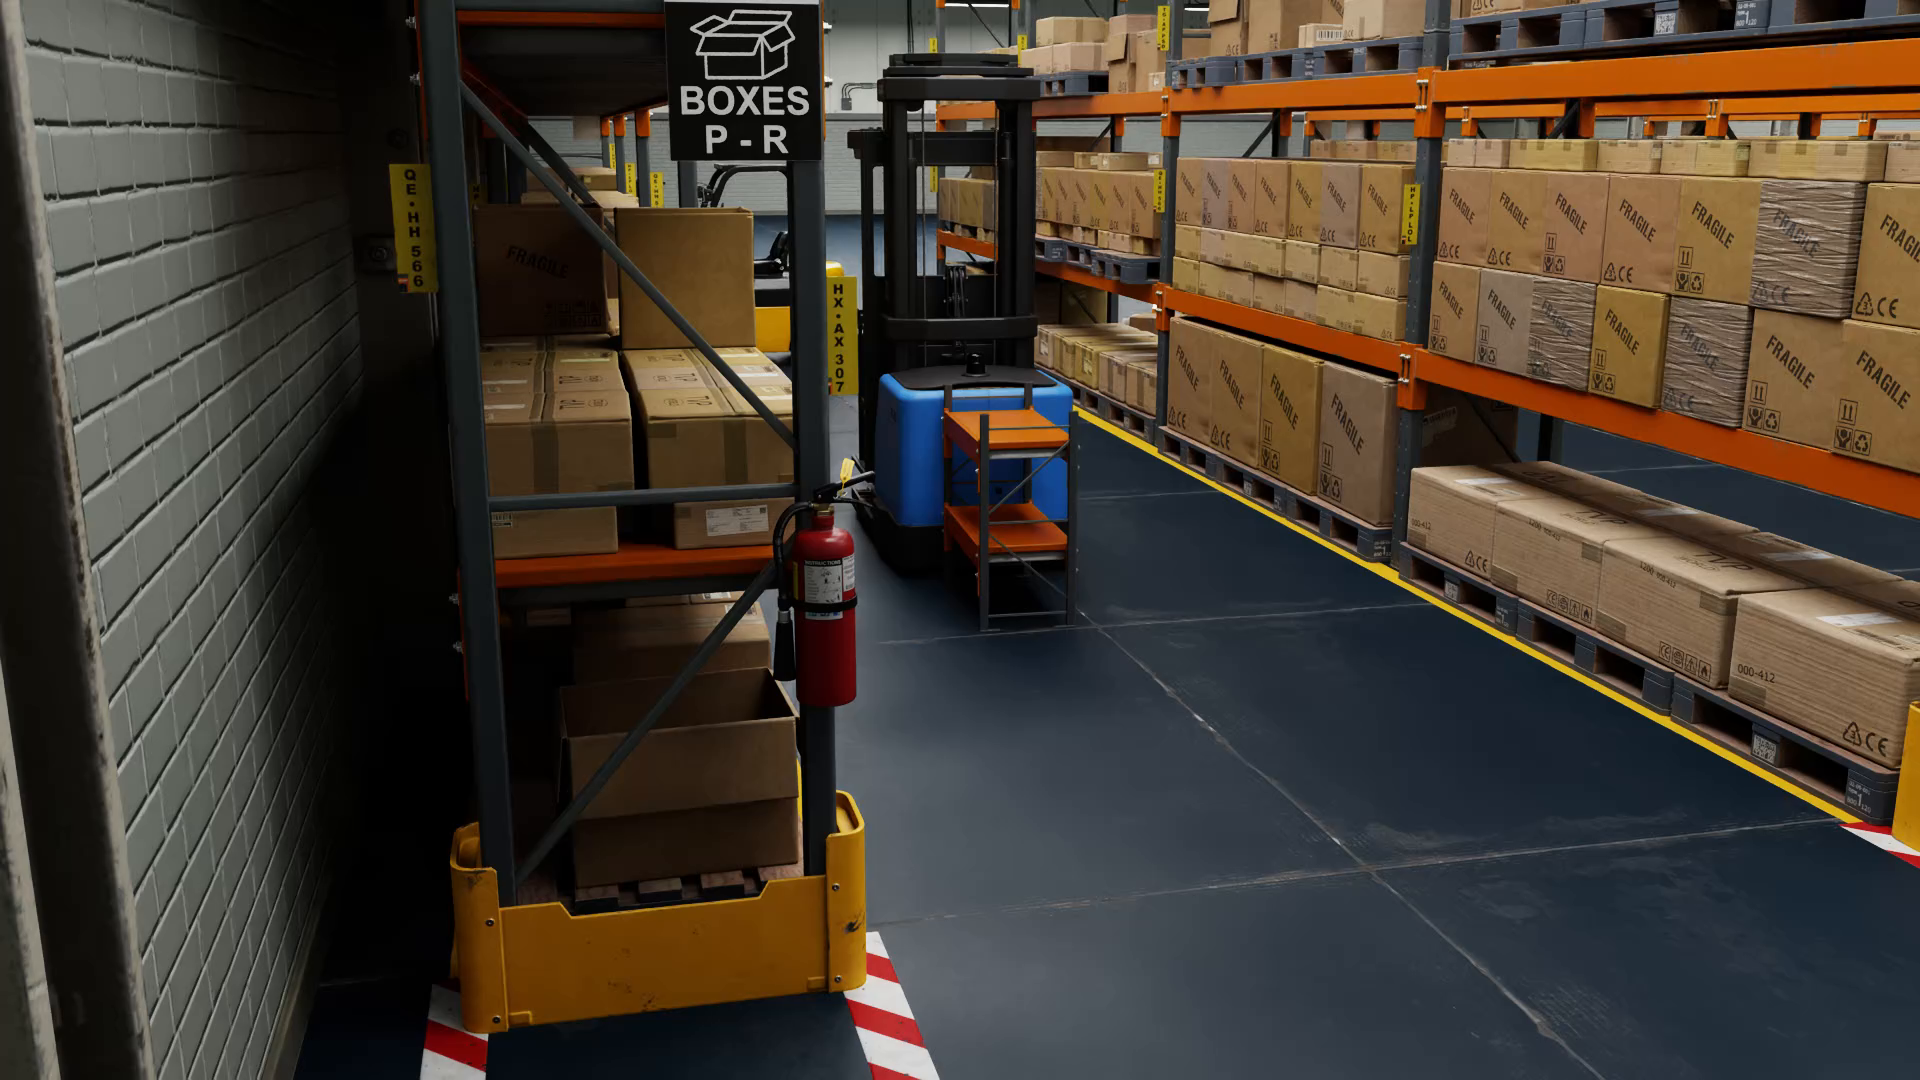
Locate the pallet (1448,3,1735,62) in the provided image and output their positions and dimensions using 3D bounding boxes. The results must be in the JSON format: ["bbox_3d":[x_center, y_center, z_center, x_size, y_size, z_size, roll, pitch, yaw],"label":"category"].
[{"bbox_3d":[3.208,-2.536,8.352,1.003,0.211,1.213,-3,14,-13],"label":"pallet"}]

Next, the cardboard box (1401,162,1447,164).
[{"bbox_3d":[3.055,-2.079,10.297,0.500,0.500,0.500,-3,14,-14],"label":"cardboard box"}]

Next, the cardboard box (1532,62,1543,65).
[{"bbox_3d":[5.937,-4.790,16.828,0.250,0.149,0.380,-3,14,-13],"label":"cardboard box"}]

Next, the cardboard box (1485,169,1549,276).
[{"bbox_3d":[3.015,-1.605,8.359,0.500,0.500,0.500,-3,14,-14],"label":"cardboard box"}]

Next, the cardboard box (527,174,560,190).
[{"bbox_3d":[-4.046,-3.444,15.999,0.380,0.149,0.250,-3,14,-13],"label":"cardboard box"}]

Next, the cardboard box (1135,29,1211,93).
[{"bbox_3d":[1.873,-3.959,13.779,0.700,0.500,0.500,-3,14,-13],"label":"cardboard box"}]

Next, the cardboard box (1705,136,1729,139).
[{"bbox_3d":[9.934,-4.937,21.372,0.500,0.500,0.500,-3,14,-13],"label":"cardboard box"}]

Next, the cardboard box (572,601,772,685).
[{"bbox_3d":[-1.073,0.554,6.222,0.700,0.500,0.500,-3,14,-11],"label":"cardboard box"}]

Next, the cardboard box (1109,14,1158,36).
[{"bbox_3d":[1.668,-4.627,15.103,0.500,0.250,0.500,-3,14,-12],"label":"cardboard box"}]

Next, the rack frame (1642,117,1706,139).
[{"bbox_3d":[9.840,-4.632,23.065,1.000,3.000,0.127,-3,14,-13],"label":"rack frame"}]

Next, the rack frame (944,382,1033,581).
[{"bbox_3d":[0.158,-0.326,9.393,0.500,1.125,0.032,-3,14,-10],"label":"rack frame"}]

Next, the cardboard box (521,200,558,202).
[{"bbox_3d":[-3.433,-2.671,13.463,0.380,0.149,0.250,-4,14,-14],"label":"cardboard box"}]

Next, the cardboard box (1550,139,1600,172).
[{"bbox_3d":[3.057,-1.835,7.932,0.380,0.149,0.250,-4,14,-15],"label":"cardboard box"}]

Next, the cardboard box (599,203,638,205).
[{"bbox_3d":[-2.676,-2.529,12.882,0.380,0.149,0.250,-3,14,-12],"label":"cardboard box"}]

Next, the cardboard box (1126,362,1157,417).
[{"bbox_3d":[1.963,-1.292,14.048,0.950,0.372,0.625,-4,14,-17],"label":"cardboard box"}]

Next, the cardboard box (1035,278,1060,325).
[{"bbox_3d":[0.747,-2.511,17.712,0.500,0.500,0.500,-3,14,-14],"label":"cardboard box"}]

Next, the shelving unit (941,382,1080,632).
[{"bbox_3d":[0.252,-0.208,8.908,0.538,1.125,1.048,-3,14,-10],"label":"shelving unit"}]

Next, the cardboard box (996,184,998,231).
[{"bbox_3d":[0.673,-3.557,17.827,0.500,0.500,0.500,-3,14,-11],"label":"cardboard box"}]

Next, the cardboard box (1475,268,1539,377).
[{"bbox_3d":[2.996,-1.120,8.482,0.500,0.500,0.500,-3,14,-13],"label":"cardboard box"}]

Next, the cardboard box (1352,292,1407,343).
[{"bbox_3d":[2.675,-1.328,9.857,0.500,0.250,0.500,-4,14,-15],"label":"cardboard box"}]

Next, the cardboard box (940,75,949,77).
[{"bbox_3d":[0.066,-5.477,19.895,0.500,0.250,0.500,-4,14,-14],"label":"cardboard box"}]

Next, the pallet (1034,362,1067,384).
[{"bbox_3d":[1.331,-1.622,16.623,1.003,0.211,1.213,-3,14,-13],"label":"pallet"}]

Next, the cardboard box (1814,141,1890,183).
[{"bbox_3d":[3.461,-1.421,6.240,0.380,0.149,0.250,-3,14,-14],"label":"cardboard box"}]

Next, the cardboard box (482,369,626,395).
[{"bbox_3d":[-1.345,-0.393,5.403,0.500,0.250,0.500,-3,14,-13],"label":"cardboard box"}]

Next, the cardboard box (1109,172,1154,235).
[{"bbox_3d":[1.577,-2.839,14.004,0.500,0.500,0.500,-4,14,-14],"label":"cardboard box"}]

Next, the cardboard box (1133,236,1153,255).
[{"bbox_3d":[1.647,-2.436,13.722,0.380,0.149,0.250,-3,14,-12],"label":"cardboard box"}]

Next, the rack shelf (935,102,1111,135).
[{"bbox_3d":[0.677,-4.726,18.645,1.077,0.370,4.000,-3,14,-13],"label":"rack shelf"}]

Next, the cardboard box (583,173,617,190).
[{"bbox_3d":[-3.464,-3.477,16.135,0.380,0.149,0.250,-3,14,-12],"label":"cardboard box"}]

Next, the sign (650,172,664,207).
[{"bbox_3d":[-2.213,-2.513,12.119,0.100,0.325,0.005,-3,14,-13],"label":"sign"}]

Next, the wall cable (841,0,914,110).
[{"bbox_3d":[-2.550,-16.357,51.251,2.305,6.003,0.169,-3,14,-13],"label":"wall cable"}]

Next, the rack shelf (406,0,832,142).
[{"bbox_3d":[-1.329,-1.680,6.178,1.077,0.370,4.000,-3,14,-13],"label":"rack shelf"}]

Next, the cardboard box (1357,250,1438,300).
[{"bbox_3d":[2.686,-1.569,9.792,0.500,0.250,0.500,-3,14,-13],"label":"cardboard box"}]

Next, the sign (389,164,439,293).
[{"bbox_3d":[-1.403,-0.800,4.277,0.100,0.325,0.005,-3,14,-13],"label":"sign"}]

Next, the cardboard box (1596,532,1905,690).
[{"bbox_3d":[3.490,0.295,7.413,0.875,0.438,0.875,-3,14,-12],"label":"cardboard box"}]

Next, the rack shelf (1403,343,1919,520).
[{"bbox_3d":[3.495,-0.500,7.670,1.077,0.370,4.000,-3,14,-13],"label":"rack shelf"}]

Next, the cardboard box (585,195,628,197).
[{"bbox_3d":[-3.105,-2.941,14.568,0.380,0.149,0.250,-4,14,-15],"label":"cardboard box"}]

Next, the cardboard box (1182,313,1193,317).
[{"bbox_3d":[3.081,-2.603,20.019,0.637,0.503,0.797,10,17,35],"label":"cardboard box"}]

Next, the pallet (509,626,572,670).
[{"bbox_3d":[-1.638,0.480,8.019,1.003,0.211,1.213,-3,14,-13],"label":"pallet"}]

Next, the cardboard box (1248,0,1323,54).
[{"bbox_3d":[2.503,-3.726,11.941,0.700,0.500,0.500,-4,14,-16],"label":"cardboard box"}]

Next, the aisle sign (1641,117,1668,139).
[{"bbox_3d":[9.534,-5.892,22.746,0.394,0.787,0.004,-3,14,-13],"label":"aisle sign"}]

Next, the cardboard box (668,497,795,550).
[{"bbox_3d":[-0.669,-0.080,4.963,0.380,0.149,0.250,-3,14,-14],"label":"cardboard box"}]

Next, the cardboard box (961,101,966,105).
[{"bbox_3d":[0.229,-5.145,19.377,0.380,0.149,0.250,-3,14,-14],"label":"cardboard box"}]

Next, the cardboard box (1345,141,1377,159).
[{"bbox_3d":[5.263,-4.630,20.465,0.875,0.550,0.550,-3,14,-13],"label":"cardboard box"}]

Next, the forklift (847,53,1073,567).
[{"bbox_3d":[-0.117,-1.570,10.677,1.130,2.935,3.031,-3,14,-10],"label":"forklift"}]

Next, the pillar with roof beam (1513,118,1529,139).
[{"bbox_3d":[14.060,-14.942,52.625,9.100,9.000,0.548,-3,14,-13],"label":"pillar with roof beam"}]

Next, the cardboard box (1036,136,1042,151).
[{"bbox_3d":[1.156,-4.068,17.813,0.700,0.500,0.500,-3,14,-13],"label":"cardboard box"}]

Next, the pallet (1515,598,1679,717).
[{"bbox_3d":[3.418,0.505,7.914,1.003,0.211,1.213,-3,14,-13],"label":"pallet"}]

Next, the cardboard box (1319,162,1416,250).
[{"bbox_3d":[2.548,-2.053,10.194,0.500,0.500,0.500,-3,14,-12],"label":"cardboard box"}]

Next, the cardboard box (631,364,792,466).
[{"bbox_3d":[-0.822,-0.418,5.508,0.500,0.250,0.500,-3,14,-13],"label":"cardboard box"}]

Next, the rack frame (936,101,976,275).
[{"bbox_3d":[0.207,-4.079,20.804,1.000,3.000,0.127,-3,14,-13],"label":"rack frame"}]

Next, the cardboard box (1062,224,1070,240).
[{"bbox_3d":[1.180,-2.912,15.673,0.380,0.149,0.250,-3,14,-12],"label":"cardboard box"}]
